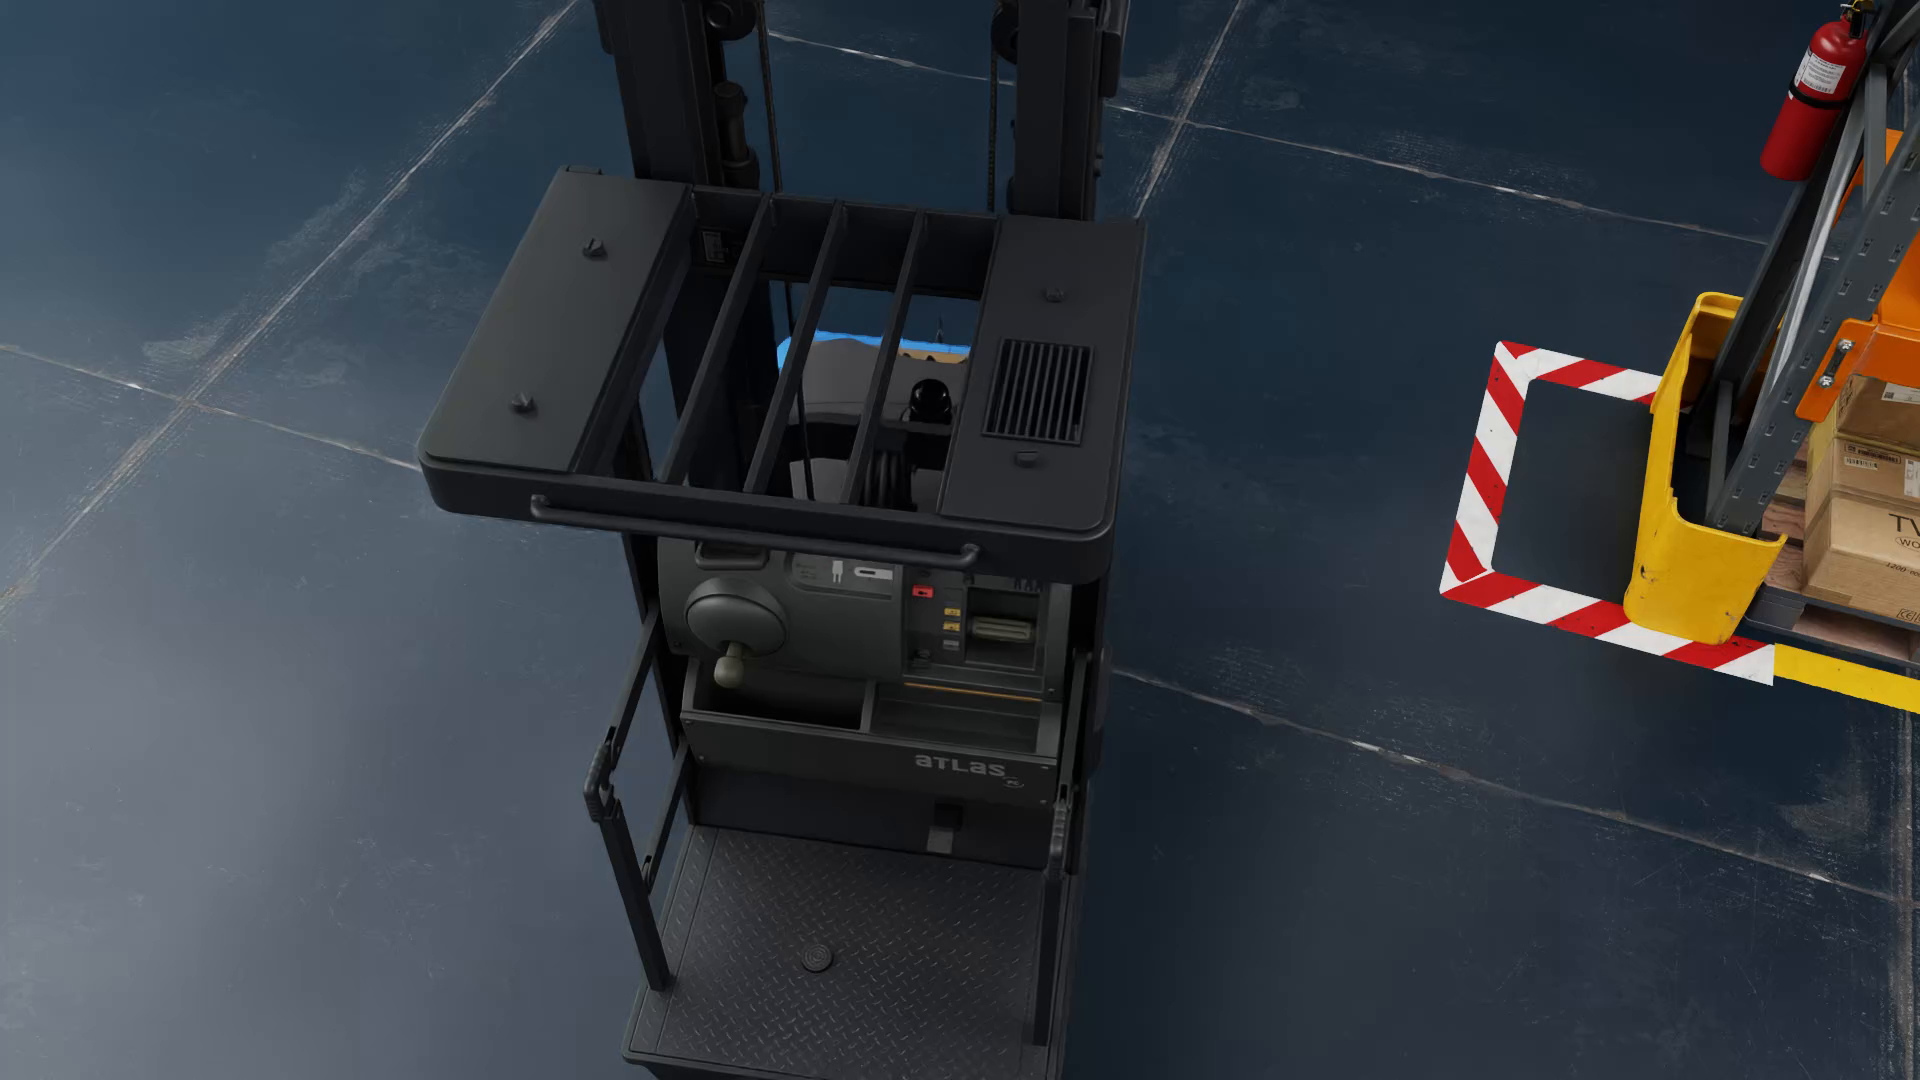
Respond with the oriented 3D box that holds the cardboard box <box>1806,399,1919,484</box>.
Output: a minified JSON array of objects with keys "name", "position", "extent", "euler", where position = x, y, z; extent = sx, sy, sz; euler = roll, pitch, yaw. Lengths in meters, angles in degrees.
[{"name":"cardboard box","position":[3.186,-0.381,5.637],"extent":[0.500,0.250,0.500],"euler":[16,51,13]}]

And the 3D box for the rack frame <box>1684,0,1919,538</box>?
[{"name":"rack frame","position":[2.581,-1.075,4.697],"extent":[0.127,3.000,1.000],"euler":[16,51,13]}]

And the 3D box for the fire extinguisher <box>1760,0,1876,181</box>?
[{"name":"fire extinguisher","position":[2.631,-1.410,5.039],"extent":[0.183,0.674,0.296],"euler":[16,51,13]}]

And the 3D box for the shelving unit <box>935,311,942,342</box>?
[{"name":"shelving unit","position":[0.012,-0.312,5.424],"extent":[0.210,0.900,0.258],"euler":[10,50,9]}]

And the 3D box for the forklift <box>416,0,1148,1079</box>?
[{"name":"forklift","position":[-0.246,0.271,3.576],"extent":[1.130,2.935,3.031],"euler":[7,49,6]}]

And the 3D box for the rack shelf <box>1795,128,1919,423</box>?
[{"name":"rack shelf","position":[4.457,-0.316,4.515],"extent":[4.000,0.370,1.077],"euler":[16,51,13]}]

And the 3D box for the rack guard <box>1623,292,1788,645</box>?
[{"name":"rack guard","position":[2.558,-0.263,5.647],"extent":[0.348,0.500,1.175],"euler":[16,51,13]}]

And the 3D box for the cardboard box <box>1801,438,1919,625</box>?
[{"name":"cardboard box","position":[3.007,-0.014,5.319],"extent":[0.500,0.250,0.500],"euler":[16,51,13]}]

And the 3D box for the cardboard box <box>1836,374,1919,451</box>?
[{"name":"cardboard box","position":[3.187,-0.629,5.355],"extent":[0.500,0.500,0.500],"euler":[16,51,13]}]

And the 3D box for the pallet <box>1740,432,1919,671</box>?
[{"name":"pallet","position":[3.313,0.008,5.603],"extent":[1.213,0.211,1.003],"euler":[16,51,13]}]

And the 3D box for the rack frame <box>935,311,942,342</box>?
[{"name":"rack frame","position":[-0.087,-0.330,5.440],"extent":[0.006,0.900,0.240],"euler":[10,50,9]}]
